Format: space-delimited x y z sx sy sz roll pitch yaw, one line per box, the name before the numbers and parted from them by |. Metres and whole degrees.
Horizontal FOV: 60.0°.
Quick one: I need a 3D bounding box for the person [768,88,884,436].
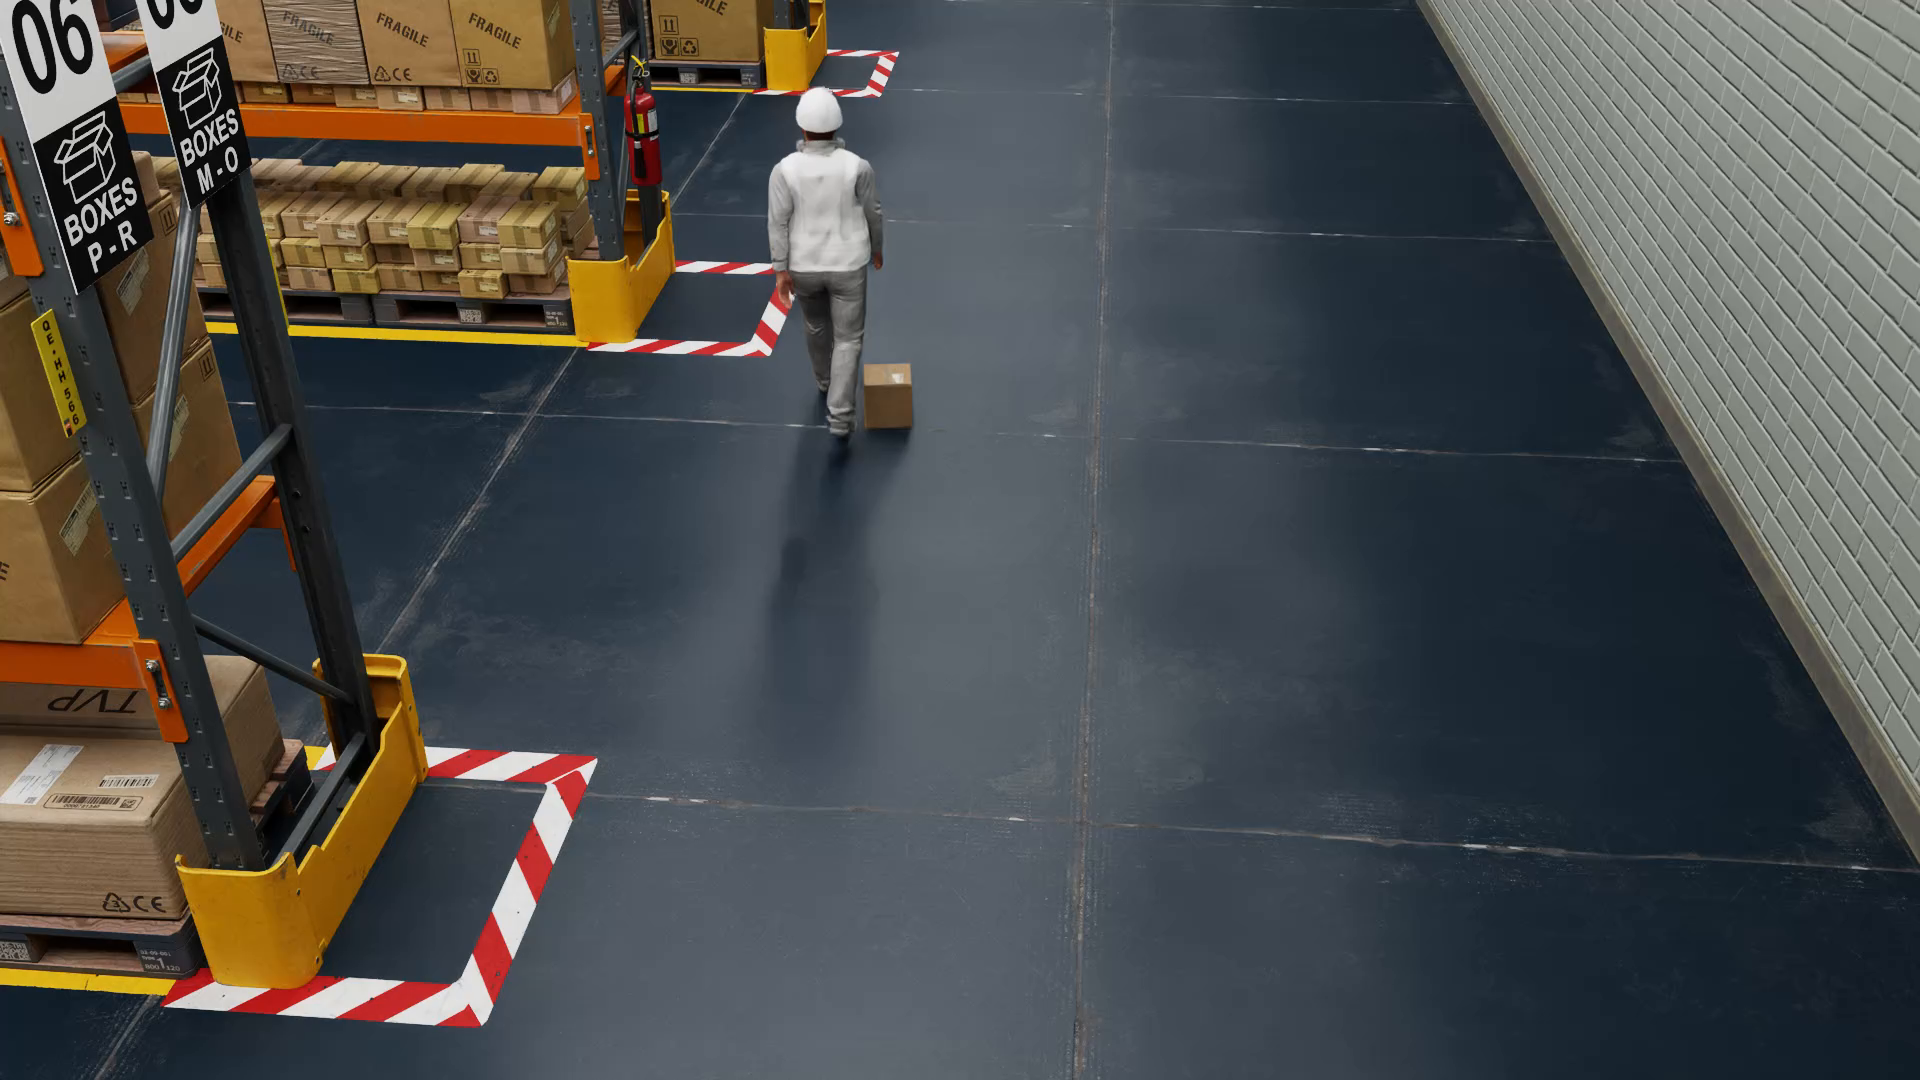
person | -0.667 -1.414 8.402 0.557 1.728 1.030 1 32 2
